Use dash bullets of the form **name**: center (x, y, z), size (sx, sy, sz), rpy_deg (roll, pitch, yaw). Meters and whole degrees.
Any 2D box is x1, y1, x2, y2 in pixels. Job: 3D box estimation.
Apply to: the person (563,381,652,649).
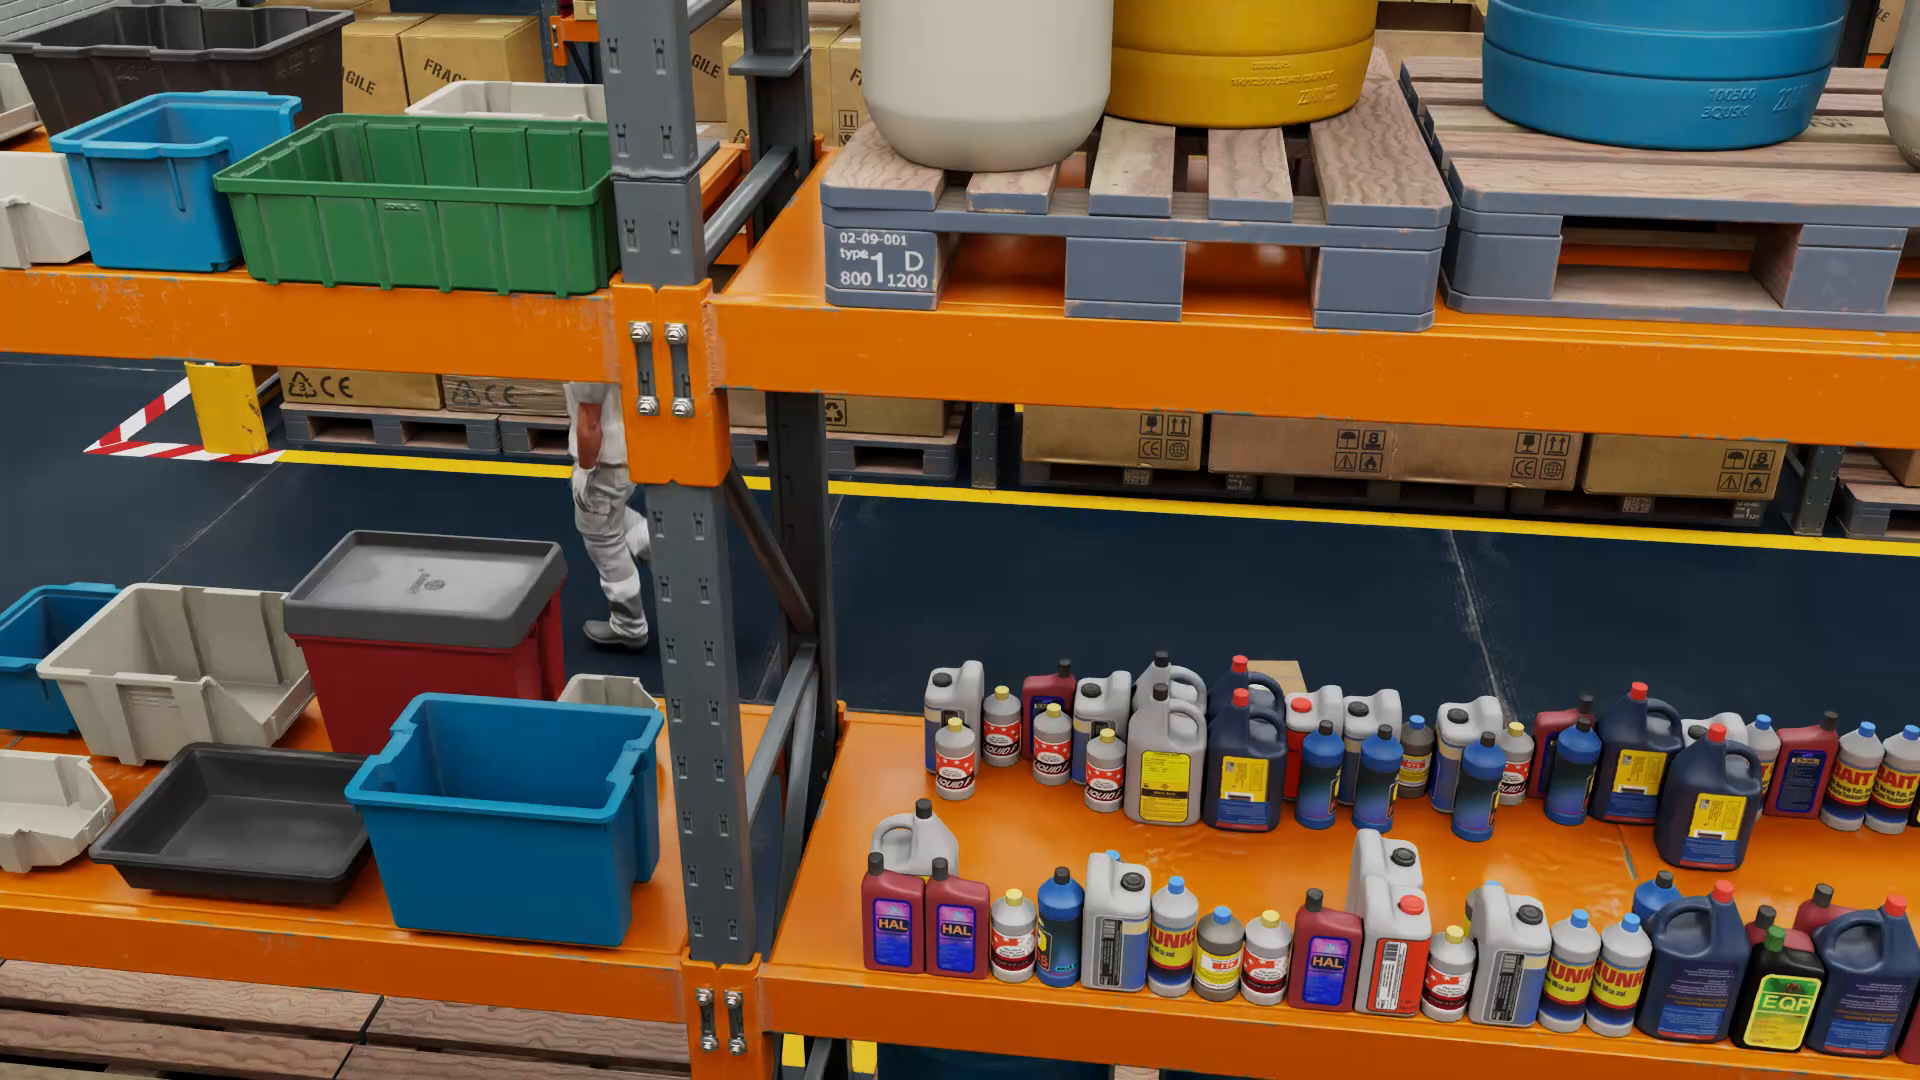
- **person**: center (-1.372, -0.365, 6.712), size (0.505, 1.780, 0.568), rpy_deg (9, 29, 17)
